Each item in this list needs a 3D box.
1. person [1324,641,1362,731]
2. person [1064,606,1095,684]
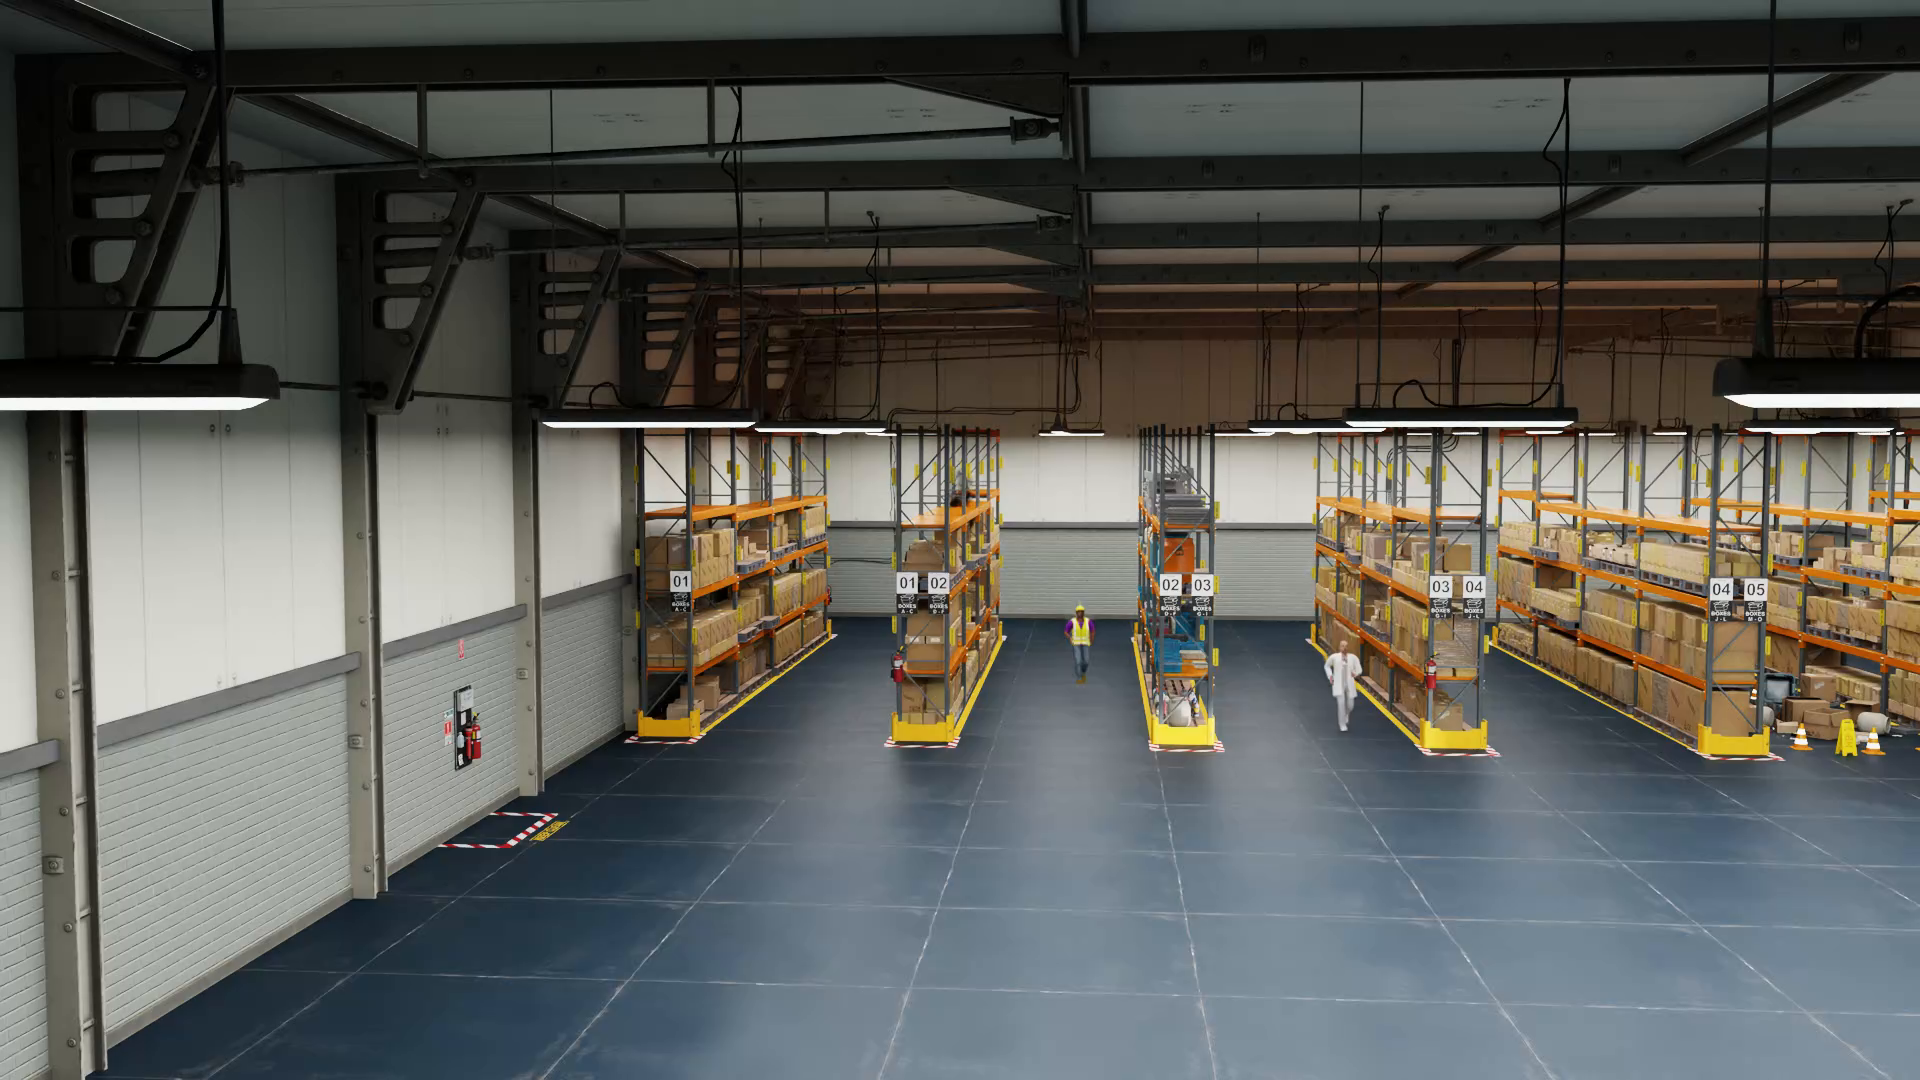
[{"bbox_3d":[7.547,2.855,32.756,0.720,1.745,0.896,0,3,5],"label":"person"},{"bbox_3d":[2.666,2.326,36.876,0.686,1.735,0.558,0,3,-4],"label":"person"}]
